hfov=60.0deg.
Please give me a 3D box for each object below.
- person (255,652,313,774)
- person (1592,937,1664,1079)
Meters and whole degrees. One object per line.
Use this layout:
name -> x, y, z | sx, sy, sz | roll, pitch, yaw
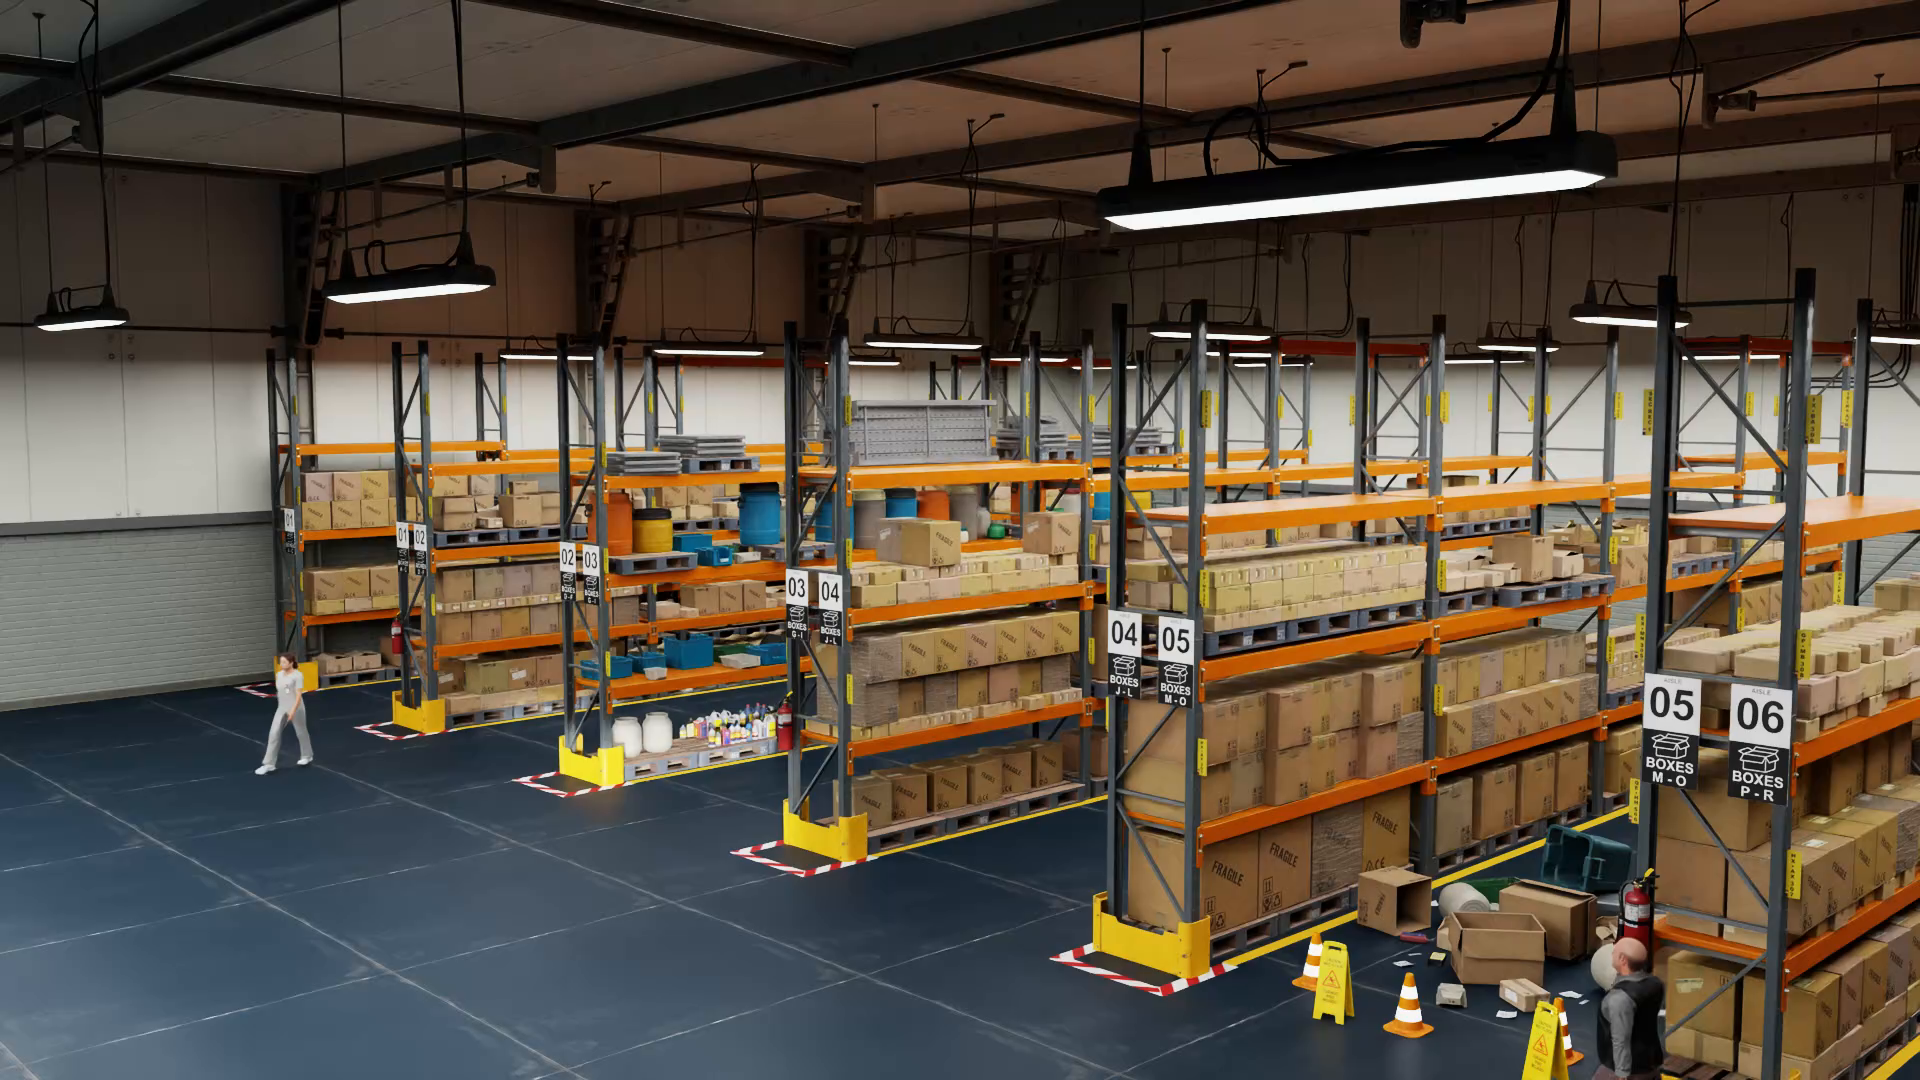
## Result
person -> -9.277, 2.344, 22.915 | 0.484, 1.624, 0.925 | 1, 5, 9
person -> 4.332, 3.397, 10.693 | 0.543, 1.686, 0.999 | -5, 7, -44
